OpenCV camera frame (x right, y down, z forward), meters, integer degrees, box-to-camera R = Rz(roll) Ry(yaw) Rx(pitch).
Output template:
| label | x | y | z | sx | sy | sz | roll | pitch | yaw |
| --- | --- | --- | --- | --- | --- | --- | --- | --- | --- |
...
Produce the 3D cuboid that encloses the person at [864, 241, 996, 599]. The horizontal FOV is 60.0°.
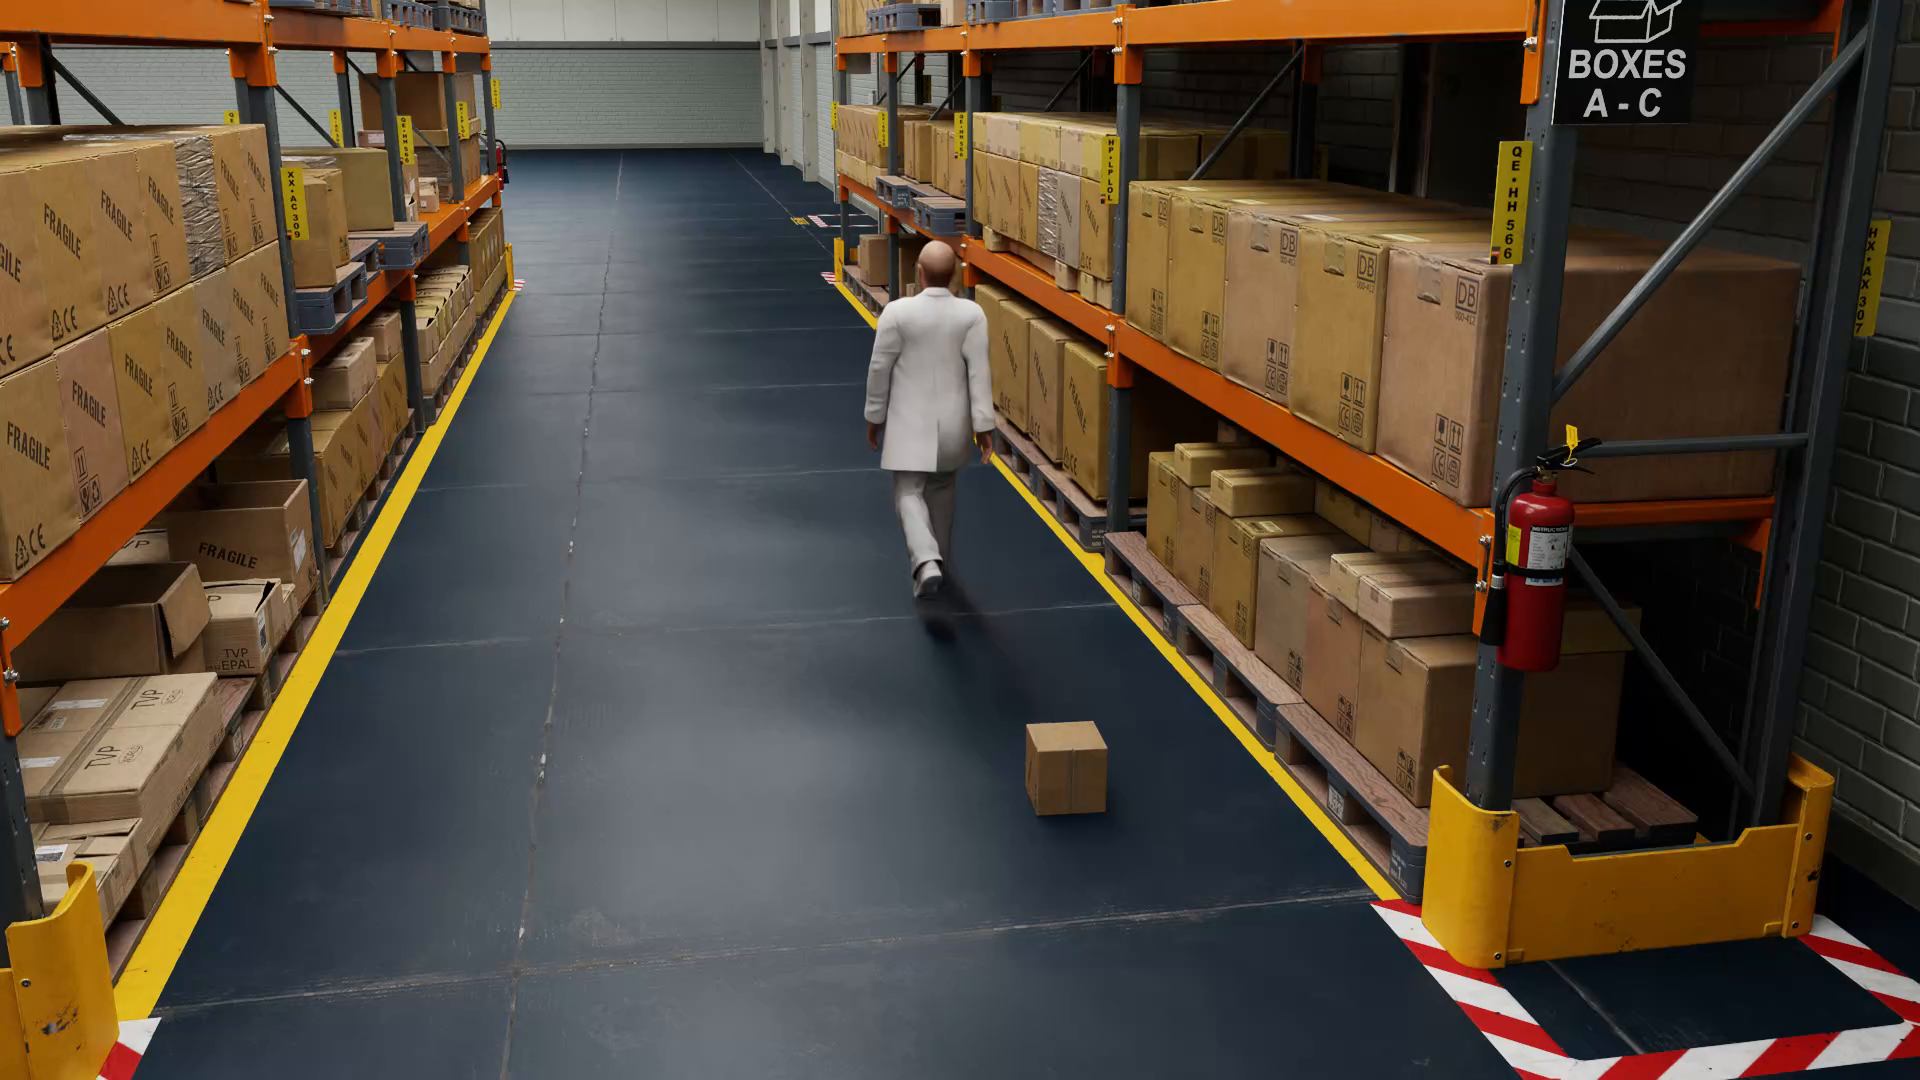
| label | x | y | z | sx | sy | sz | roll | pitch | yaw |
| --- | --- | --- | --- | --- | --- | --- | --- | --- | --- |
| person | -0.147 | -0.576 | 8.052 | 0.609 | 1.732 | 1.056 | -4 | 17 | -13 |
